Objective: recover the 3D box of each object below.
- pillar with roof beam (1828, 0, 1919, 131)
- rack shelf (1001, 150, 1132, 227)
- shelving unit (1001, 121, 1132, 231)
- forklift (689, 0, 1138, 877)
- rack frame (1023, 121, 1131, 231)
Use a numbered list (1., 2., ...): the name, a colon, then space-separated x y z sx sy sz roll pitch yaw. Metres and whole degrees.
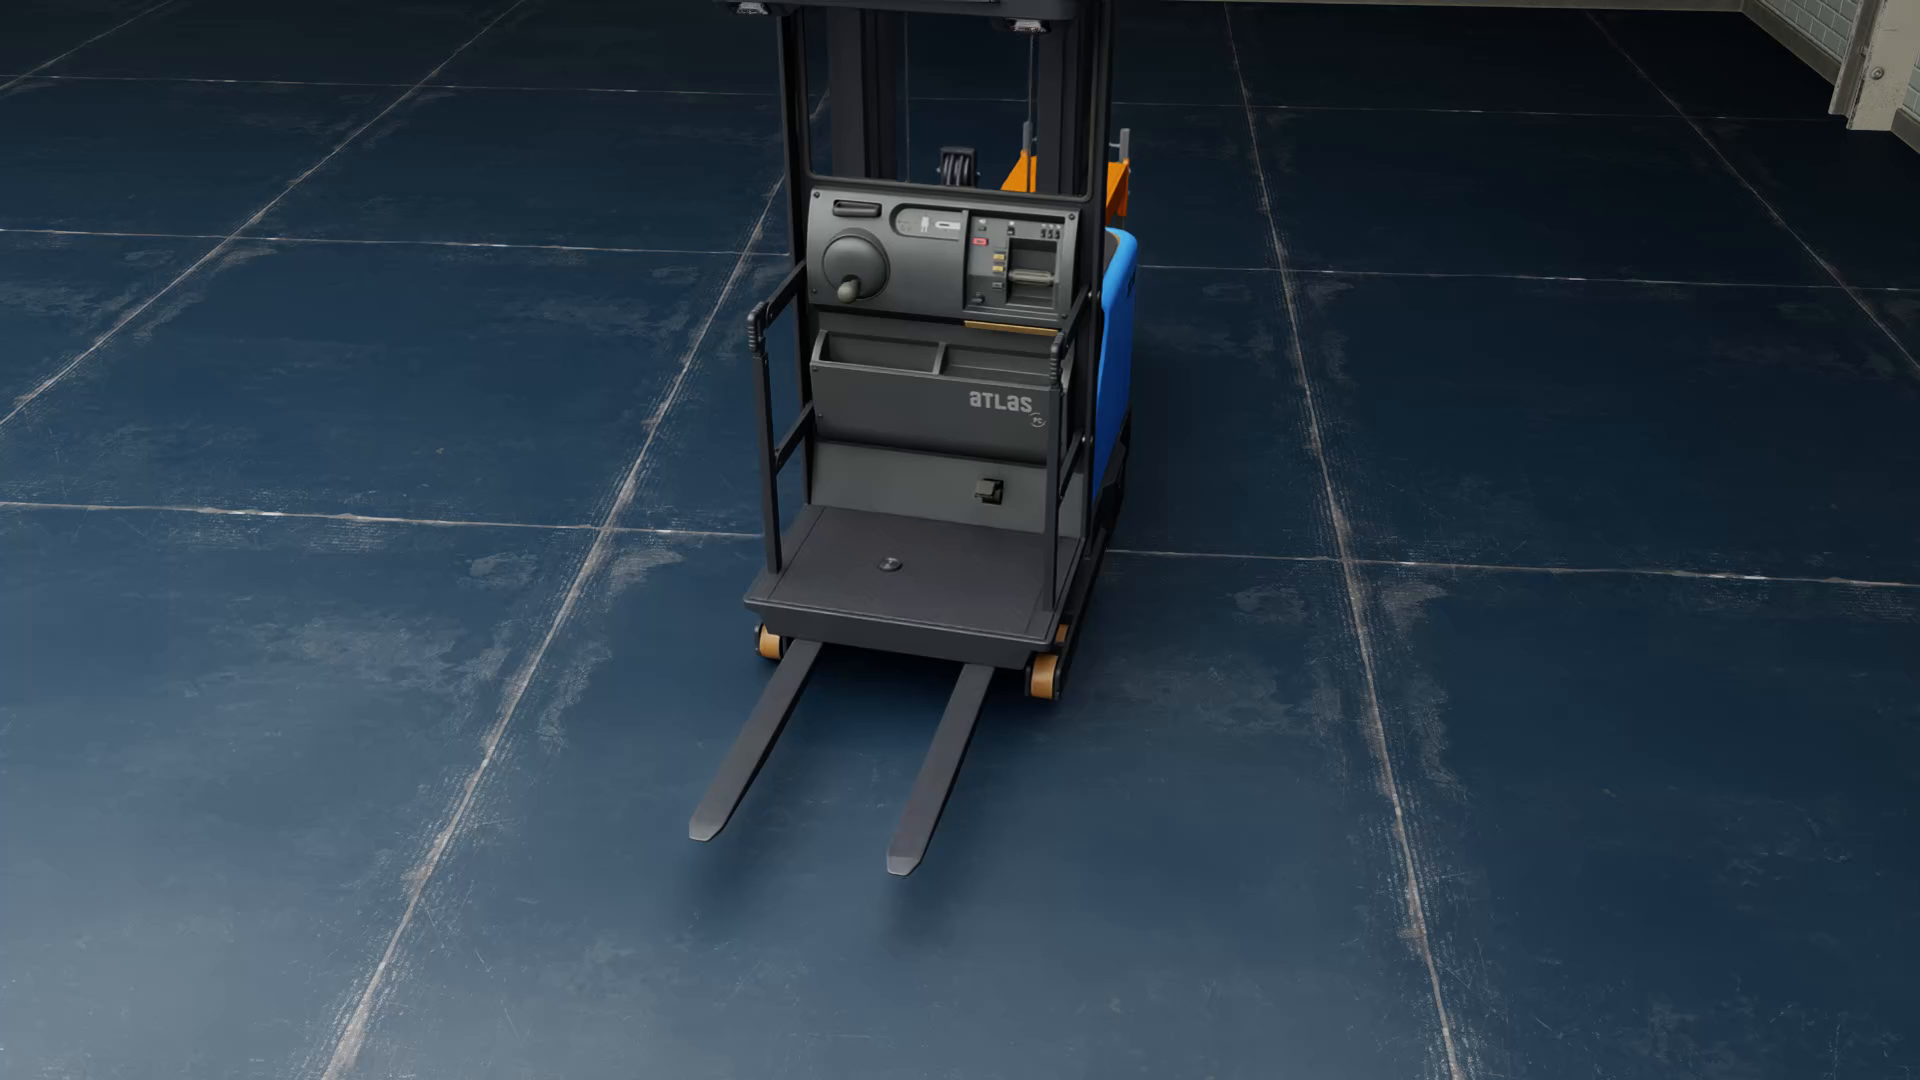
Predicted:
1. pillar with roof beam: 1.897 -6.892 9.357 9.100 9.000 0.400 2 32 4
2. rack shelf: 0.422 -1.436 7.450 0.538 0.278 1.000 7 32 12
3. shelving unit: 0.422 -1.187 7.604 0.538 1.125 1.048 7 32 12
4. forklift: -0.114 -0.908 5.430 1.130 2.935 3.031 7 32 12
5. rack frame: 0.543 -1.446 8.024 0.500 1.125 0.032 7 32 12
